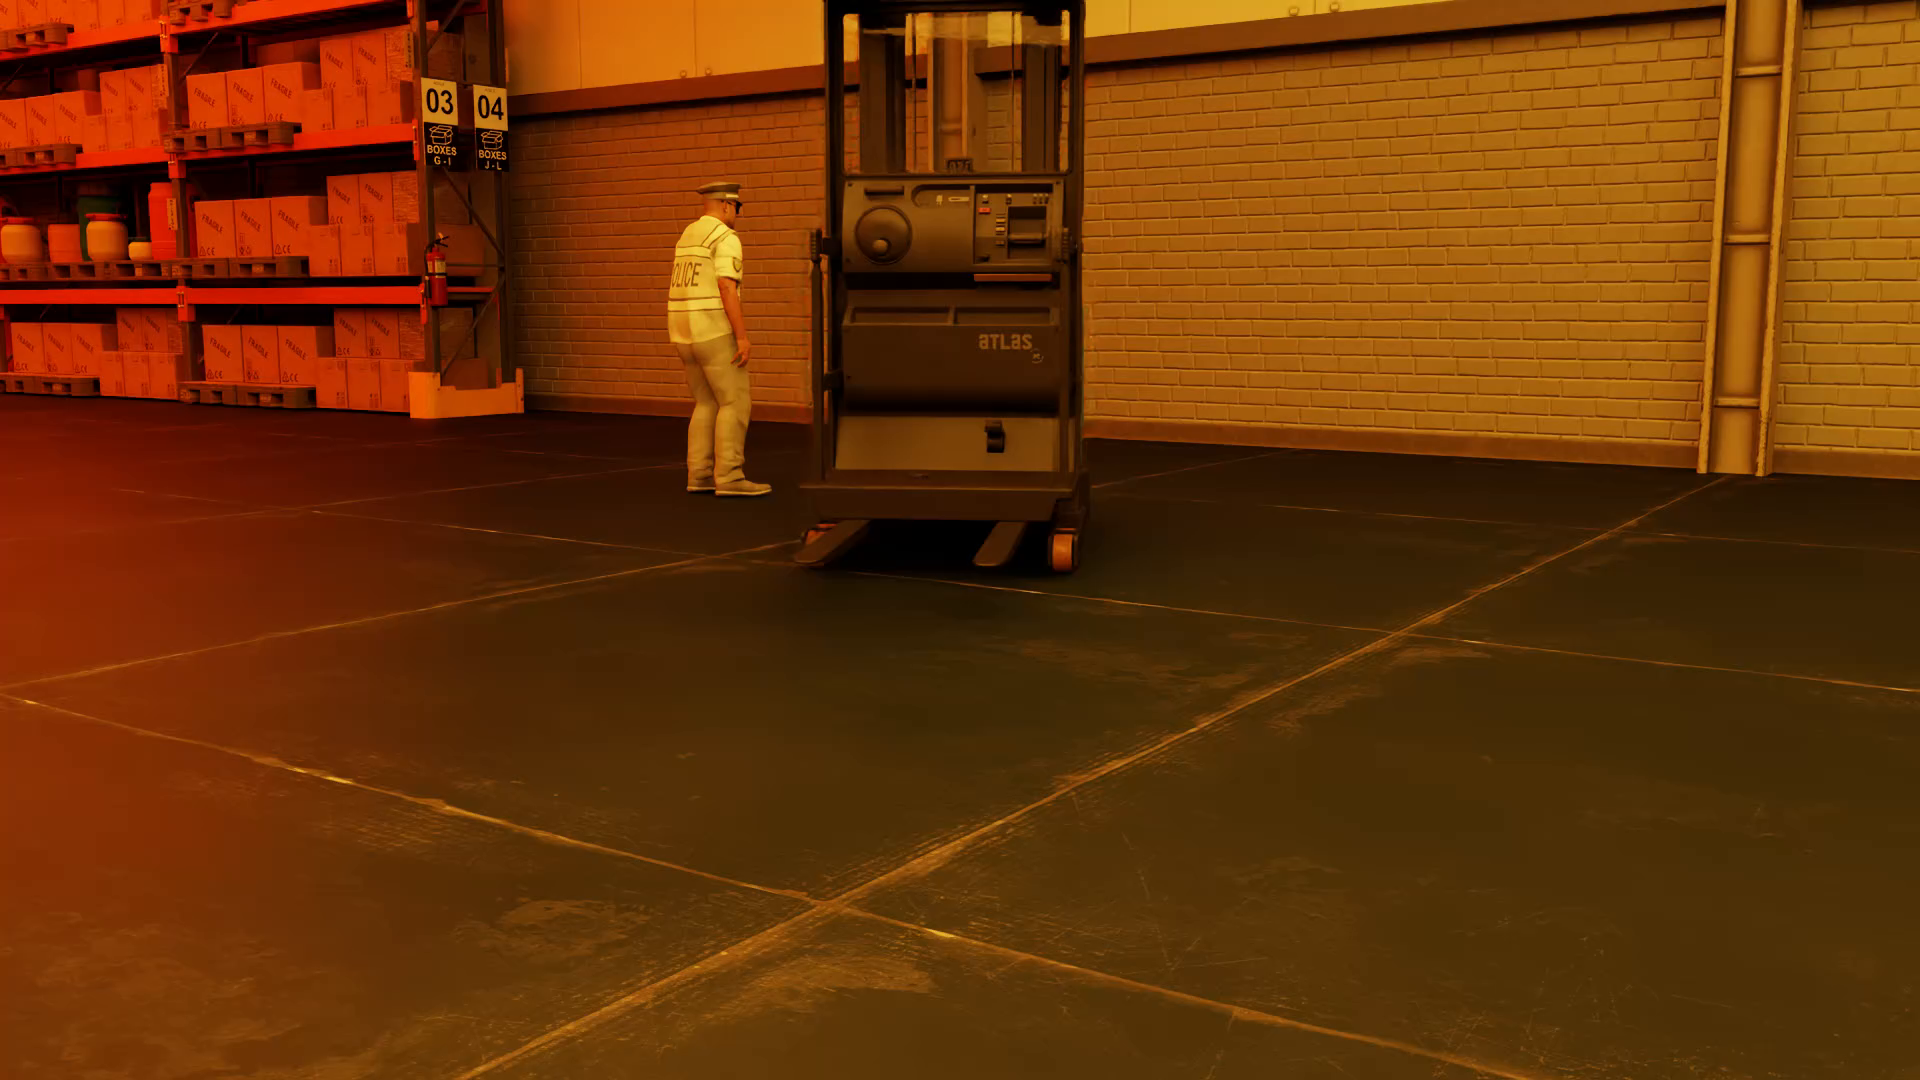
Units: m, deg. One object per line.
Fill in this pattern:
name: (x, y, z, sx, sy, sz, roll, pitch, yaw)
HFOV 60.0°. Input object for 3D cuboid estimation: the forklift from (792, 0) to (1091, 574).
forklift: (-0.051, -1.364, 6.788, 1.130, 2.935, 3.031, 1, 8, 6)

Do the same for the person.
person: (-1.390, -1.129, 9.335, 0.439, 1.746, 0.592, -7, 10, -39)
